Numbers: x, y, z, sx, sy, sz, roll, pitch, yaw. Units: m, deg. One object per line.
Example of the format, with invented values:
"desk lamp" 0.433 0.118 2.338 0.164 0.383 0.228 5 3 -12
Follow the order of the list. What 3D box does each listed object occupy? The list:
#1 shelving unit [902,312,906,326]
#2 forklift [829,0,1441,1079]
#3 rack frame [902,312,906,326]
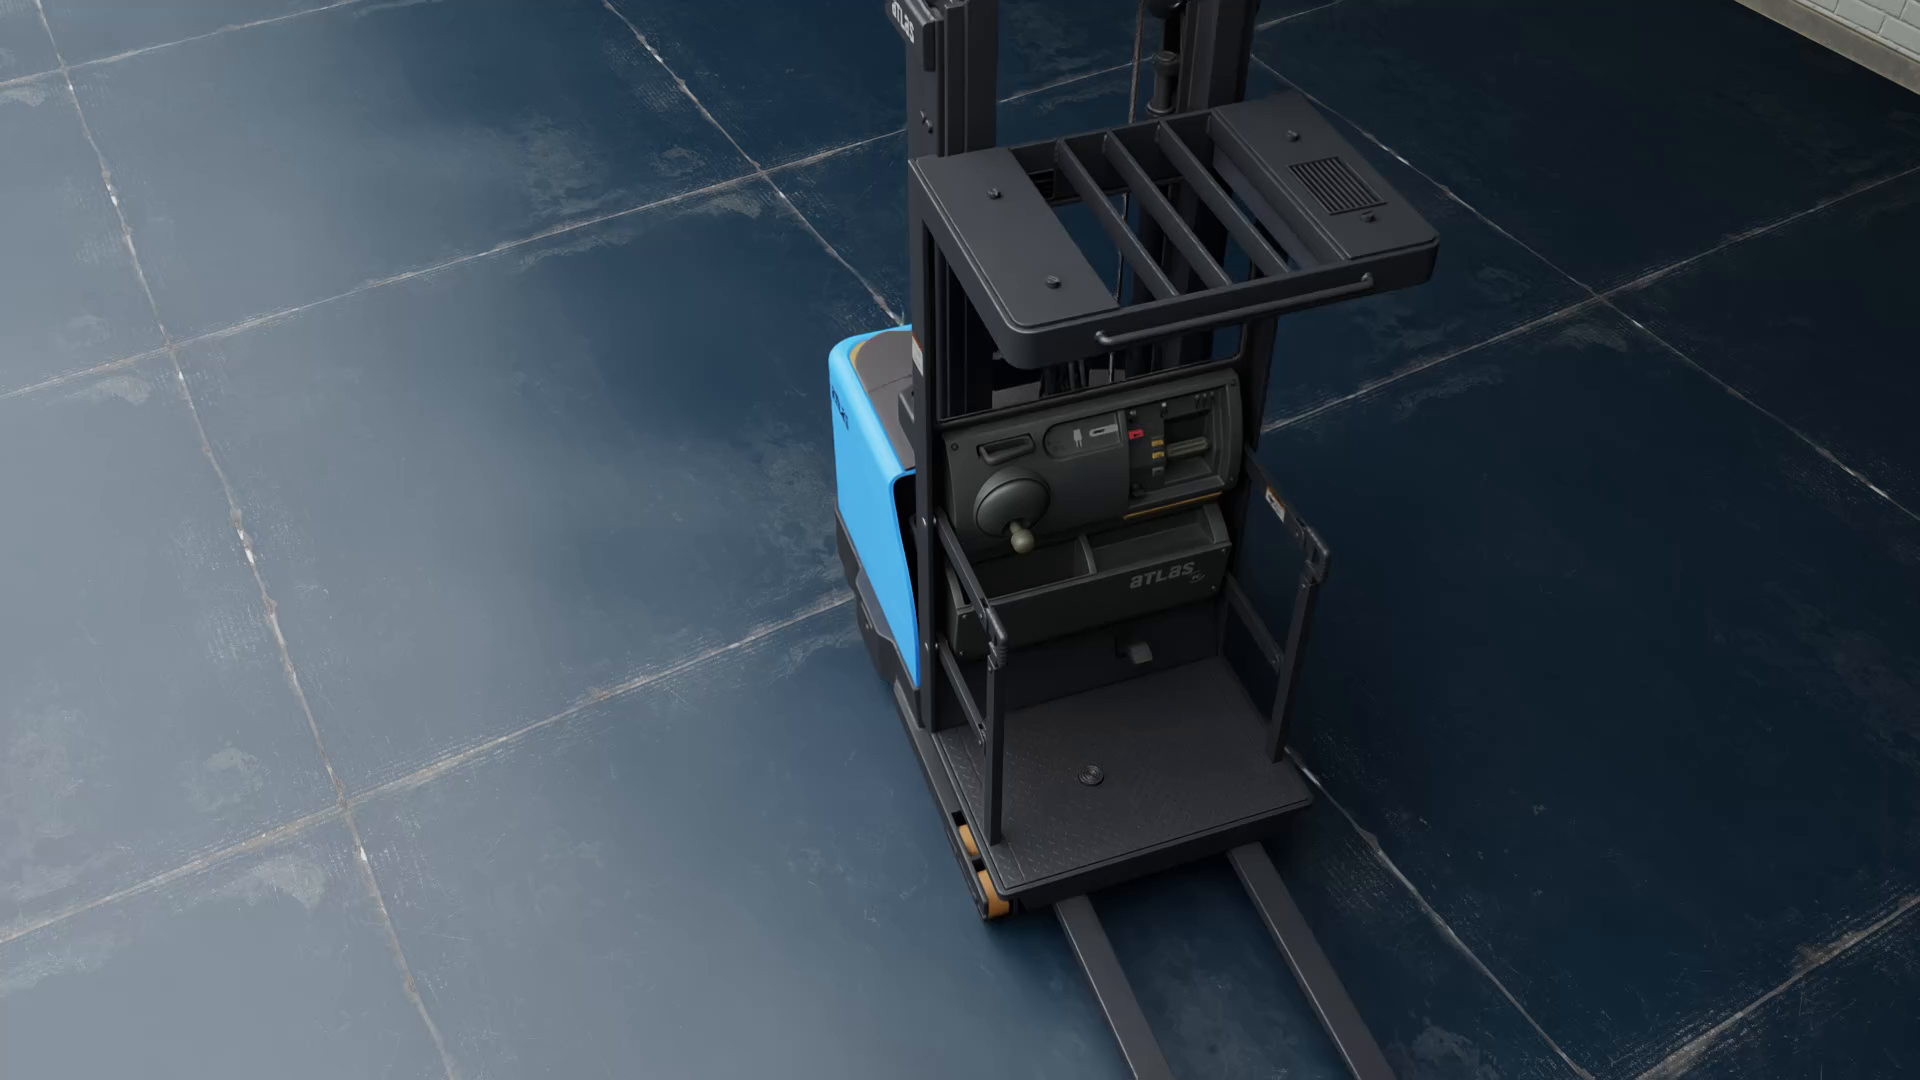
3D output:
"shelving unit" -0.082 -0.496 6.615 0.210 0.900 0.258 -15 46 -15
"forklift" 0.481 -0.138 4.788 1.130 2.935 3.031 -14 46 -14
"rack frame" -0.177 -0.471 6.589 0.006 0.900 0.240 -15 46 -15
